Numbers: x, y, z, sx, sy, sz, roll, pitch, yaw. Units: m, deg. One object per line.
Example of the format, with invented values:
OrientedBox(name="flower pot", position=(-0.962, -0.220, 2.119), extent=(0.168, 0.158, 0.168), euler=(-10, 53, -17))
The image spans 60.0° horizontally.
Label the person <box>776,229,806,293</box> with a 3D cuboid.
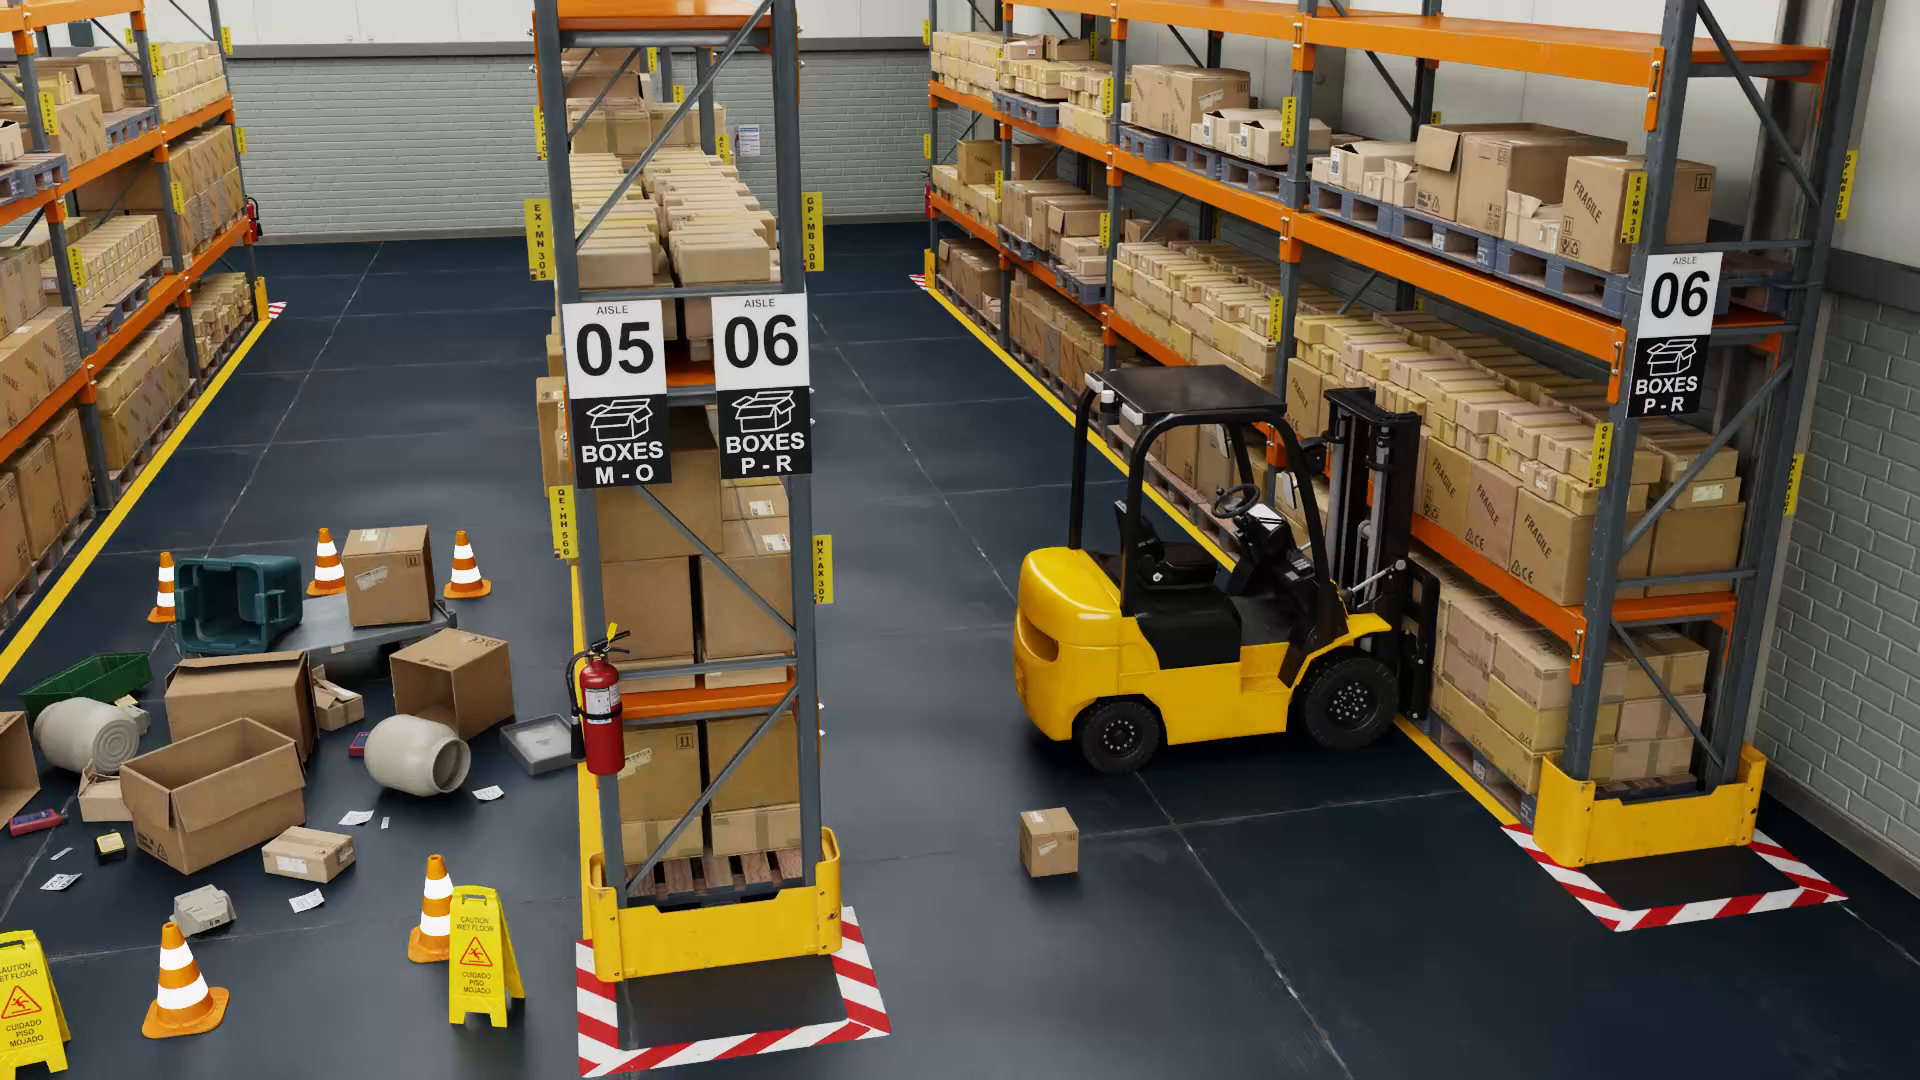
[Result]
OrientedBox(name="person", position=(-1.955, -2.589, 18.219), extent=(0.494, 1.634, 1.007), euler=(-5, 20, -15))
